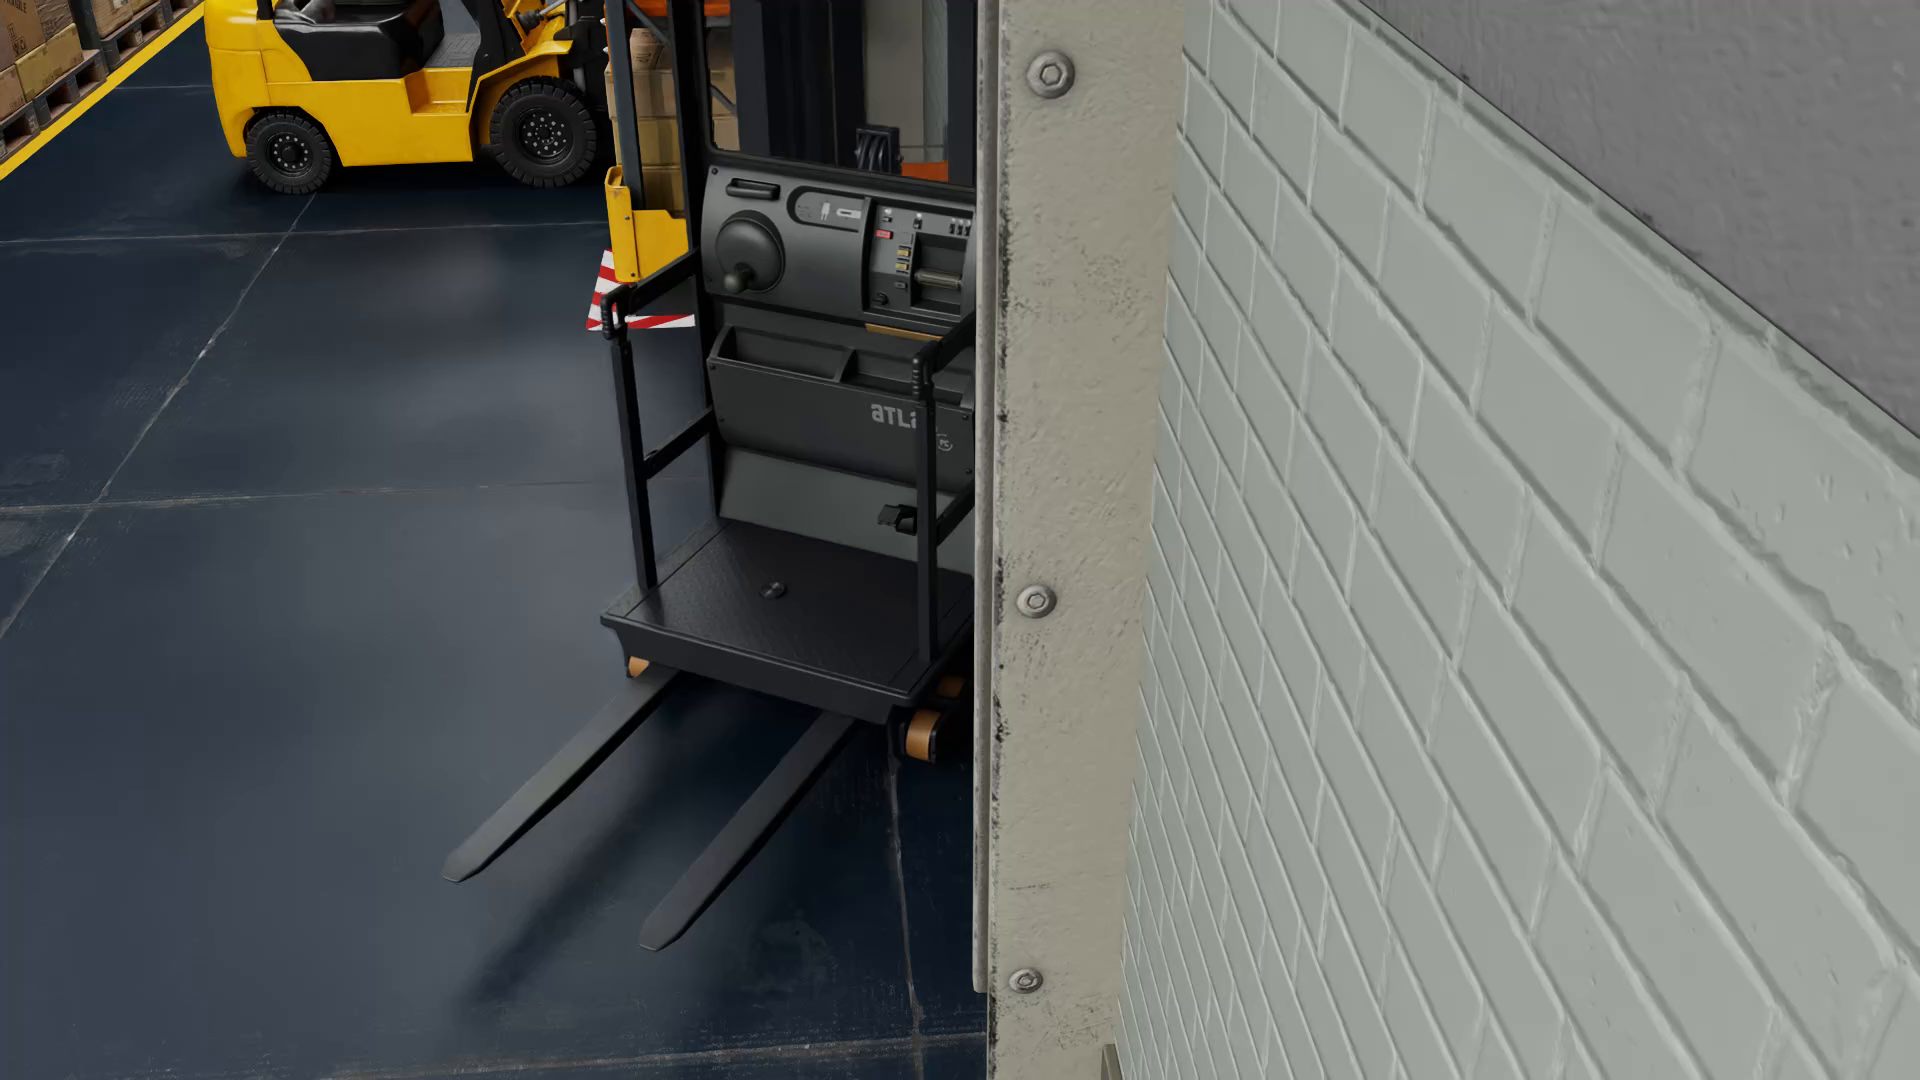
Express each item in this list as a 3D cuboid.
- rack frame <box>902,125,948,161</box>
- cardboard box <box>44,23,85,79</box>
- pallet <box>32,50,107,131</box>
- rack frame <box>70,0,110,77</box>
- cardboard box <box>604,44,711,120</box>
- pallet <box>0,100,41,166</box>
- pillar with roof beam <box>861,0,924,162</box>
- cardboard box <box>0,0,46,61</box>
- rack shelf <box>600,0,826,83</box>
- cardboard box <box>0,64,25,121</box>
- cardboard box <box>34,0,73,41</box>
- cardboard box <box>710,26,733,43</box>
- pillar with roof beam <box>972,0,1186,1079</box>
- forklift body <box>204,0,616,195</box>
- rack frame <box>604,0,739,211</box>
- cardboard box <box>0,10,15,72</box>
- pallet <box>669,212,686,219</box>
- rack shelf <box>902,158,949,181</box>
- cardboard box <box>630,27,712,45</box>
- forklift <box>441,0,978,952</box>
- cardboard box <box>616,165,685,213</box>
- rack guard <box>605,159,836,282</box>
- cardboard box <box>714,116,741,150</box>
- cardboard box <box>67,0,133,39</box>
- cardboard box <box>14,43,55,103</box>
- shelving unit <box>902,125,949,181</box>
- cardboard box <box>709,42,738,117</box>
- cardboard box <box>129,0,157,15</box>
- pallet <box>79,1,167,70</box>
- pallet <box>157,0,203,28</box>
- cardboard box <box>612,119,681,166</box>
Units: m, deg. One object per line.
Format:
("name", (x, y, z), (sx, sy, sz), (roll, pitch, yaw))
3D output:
("rack frame", (-0.168, -1.154, 7.012), (0.240, 1.200, 0.015), (-3, 31, -5))
("cardboard box", (-6.181, -3.233, 11.010), (0.500, 0.250, 0.500), (-1, 31, -2))
("pallet", (-6.406, -2.984, 11.040), (1.003, 0.211, 1.213), (-3, 31, -5))
("rack frame", (-6.504, -4.522, 10.896), (1.000, 3.000, 0.127), (-3, 31, -5))
("cardboard box", (-1.542, -2.369, 8.588), (0.500, 0.250, 0.500), (-2, 31, -3))
("pallet", (-6.289, -2.360, 9.995), (1.003, 0.211, 1.213), (-3, 31, -5))
("pillar with roof beam", (-4.642, -5.488, 6.662), (9.100, 9.000, 0.400), (-3, 31, -5))
("cardboard box", (-6.132, -3.295, 10.382), (0.500, 0.500, 0.500), (-2, 31, -4))
("rack shelf", (-1.375, -3.432, 9.772), (1.077, 0.370, 4.000), (-3, 31, -5))
("cardboard box", (-6.078, -2.702, 10.120), (0.500, 0.250, 0.500), (-2, 31, -4))
("cardboard box", (-6.181, -3.555, 10.817), (0.500, 0.500, 0.500), (-3, 31, -5))
("cardboard box", (-1.095, -2.658, 9.072), (0.500, 0.250, 0.500), (-3, 31, -5))
("pillar with roof beam", (-4.082, -2.424, 1.534), (9.100, 9.000, 0.400), (-3, 31, -5))
("forklift body", (-3.182, -3.236, 9.570), (2.313, 2.155, 1.214), (-3, 31, -5))
("rack frame", (-1.188, -2.720, 7.878), (1.000, 3.000, 0.127), (-3, 31, -5))
("cardboard box", (-6.083, -3.035, 9.946), (0.500, 0.500, 0.500), (-1, 31, -2))
("pallet", (-1.302, -1.911, 9.244), (1.003, 0.211, 1.213), (-3, 31, -5))
("rack shelf", (-0.145, -1.368, 6.602), (0.258, 0.148, 0.480), (-3, 31, -5))
("cardboard box", (-1.596, -2.629, 9.024), (0.500, 0.250, 0.500), (-2, 31, -4))
("forklift", (-0.438, -0.829, 4.779), (1.130, 2.935, 3.031), (13, 33, 20))
("cardboard box", (-1.547, -1.944, 8.852), (0.500, 0.250, 0.500), (-3, 31, -4))
("rack guard", (-1.186, -1.634, 8.499), (1.175, 0.500, 0.348), (-3, 31, -5))
("cardboard box", (-1.026, -2.184, 8.766), (0.500, 0.250, 0.500), (-2, 31, -4))
("cardboard box", (-6.555, -3.842, 11.910), (0.950, 0.372, 0.625), (-2, 31, -4))
("cardboard box", (-6.121, -2.962, 10.555), (0.500, 0.250, 0.500), (-4, 31, -6))
("shelving unit", (-0.144, -1.030, 6.803), (0.258, 1.200, 0.503), (-3, 31, -5))
("cardboard box", (-1.045, -2.403, 8.645), (0.500, 0.250, 0.500), (-3, 31, -5))
("cardboard box", (-6.626, -4.209, 12.524), (0.950, 0.372, 0.625), (-1, 31, -1))
("pallet", (-6.578, -3.723, 12.276), (1.003, 0.211, 1.213), (-3, 31, -5))
("pallet", (-6.695, -4.347, 13.322), (1.003, 0.211, 1.213), (-3, 31, -5))
("cardboard box", (-1.545, -2.168, 8.738), (0.500, 0.250, 0.500), (-3, 31, -5))
